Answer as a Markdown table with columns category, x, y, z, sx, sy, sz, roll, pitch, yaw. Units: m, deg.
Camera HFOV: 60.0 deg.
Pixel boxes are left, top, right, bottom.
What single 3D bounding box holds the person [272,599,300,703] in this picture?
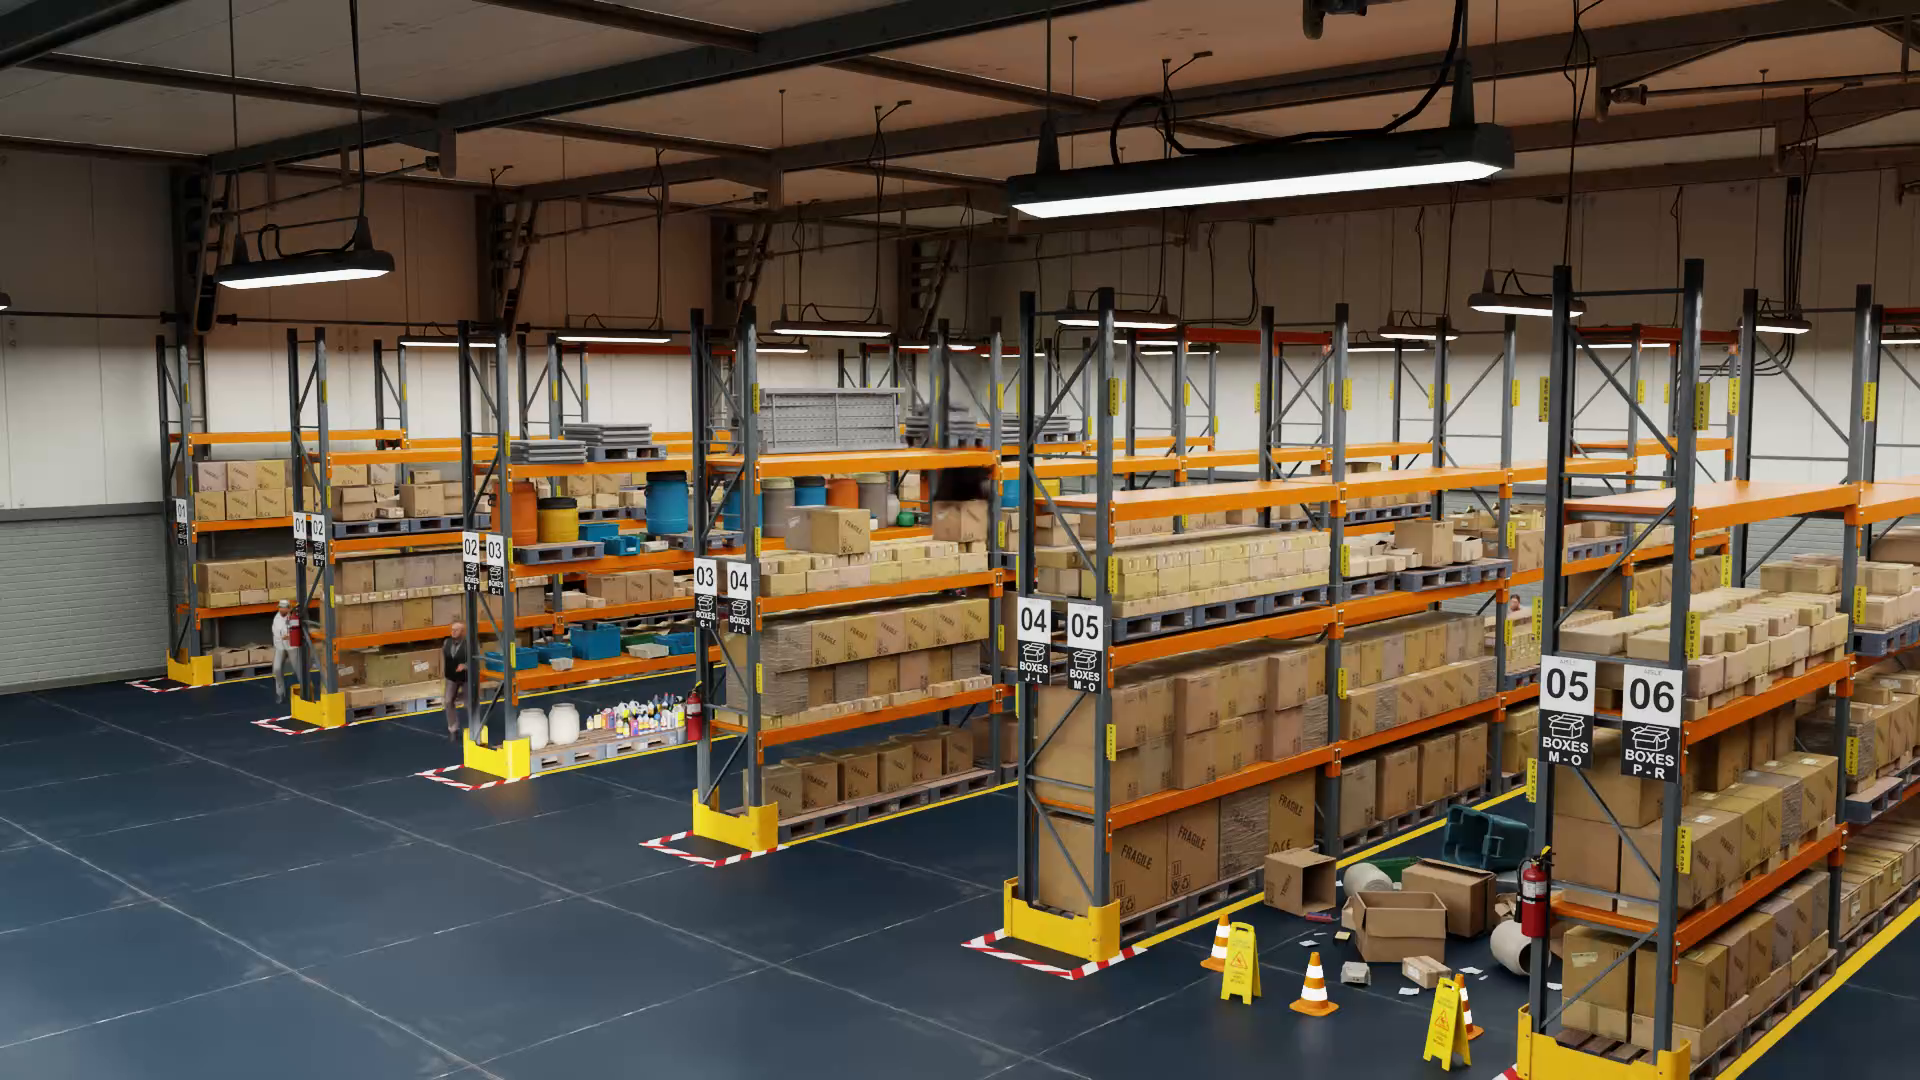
| category | x | y | z | sx | sy | sz | roll | pitch | yaw |
| --- | --- | --- | --- | --- | --- | --- | --- | --- | --- |
| person | -10.978 | 1.809 | 27.224 | 0.537 | 1.723 | 0.840 | 0 | 5 | 1 |

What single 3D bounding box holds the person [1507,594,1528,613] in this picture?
| category | x | y | z | sx | sy | sz | roll | pitch | yaw |
| --- | --- | --- | --- | --- | --- | --- | --- | --- | --- |
| person | 9.616 | 1.700 | 28.619 | 0.590 | 1.624 | 0.990 | 3 | 6 | 28 |

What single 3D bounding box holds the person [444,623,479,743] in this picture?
| category | x | y | z | sx | sy | sz | roll | pitch | yaw |
| --- | --- | --- | --- | --- | --- | --- | --- | --- | --- |
| person | -7.255 | 2.067 | 24.169 | 0.595 | 1.772 | 0.874 | 0 | 5 | 2 |
